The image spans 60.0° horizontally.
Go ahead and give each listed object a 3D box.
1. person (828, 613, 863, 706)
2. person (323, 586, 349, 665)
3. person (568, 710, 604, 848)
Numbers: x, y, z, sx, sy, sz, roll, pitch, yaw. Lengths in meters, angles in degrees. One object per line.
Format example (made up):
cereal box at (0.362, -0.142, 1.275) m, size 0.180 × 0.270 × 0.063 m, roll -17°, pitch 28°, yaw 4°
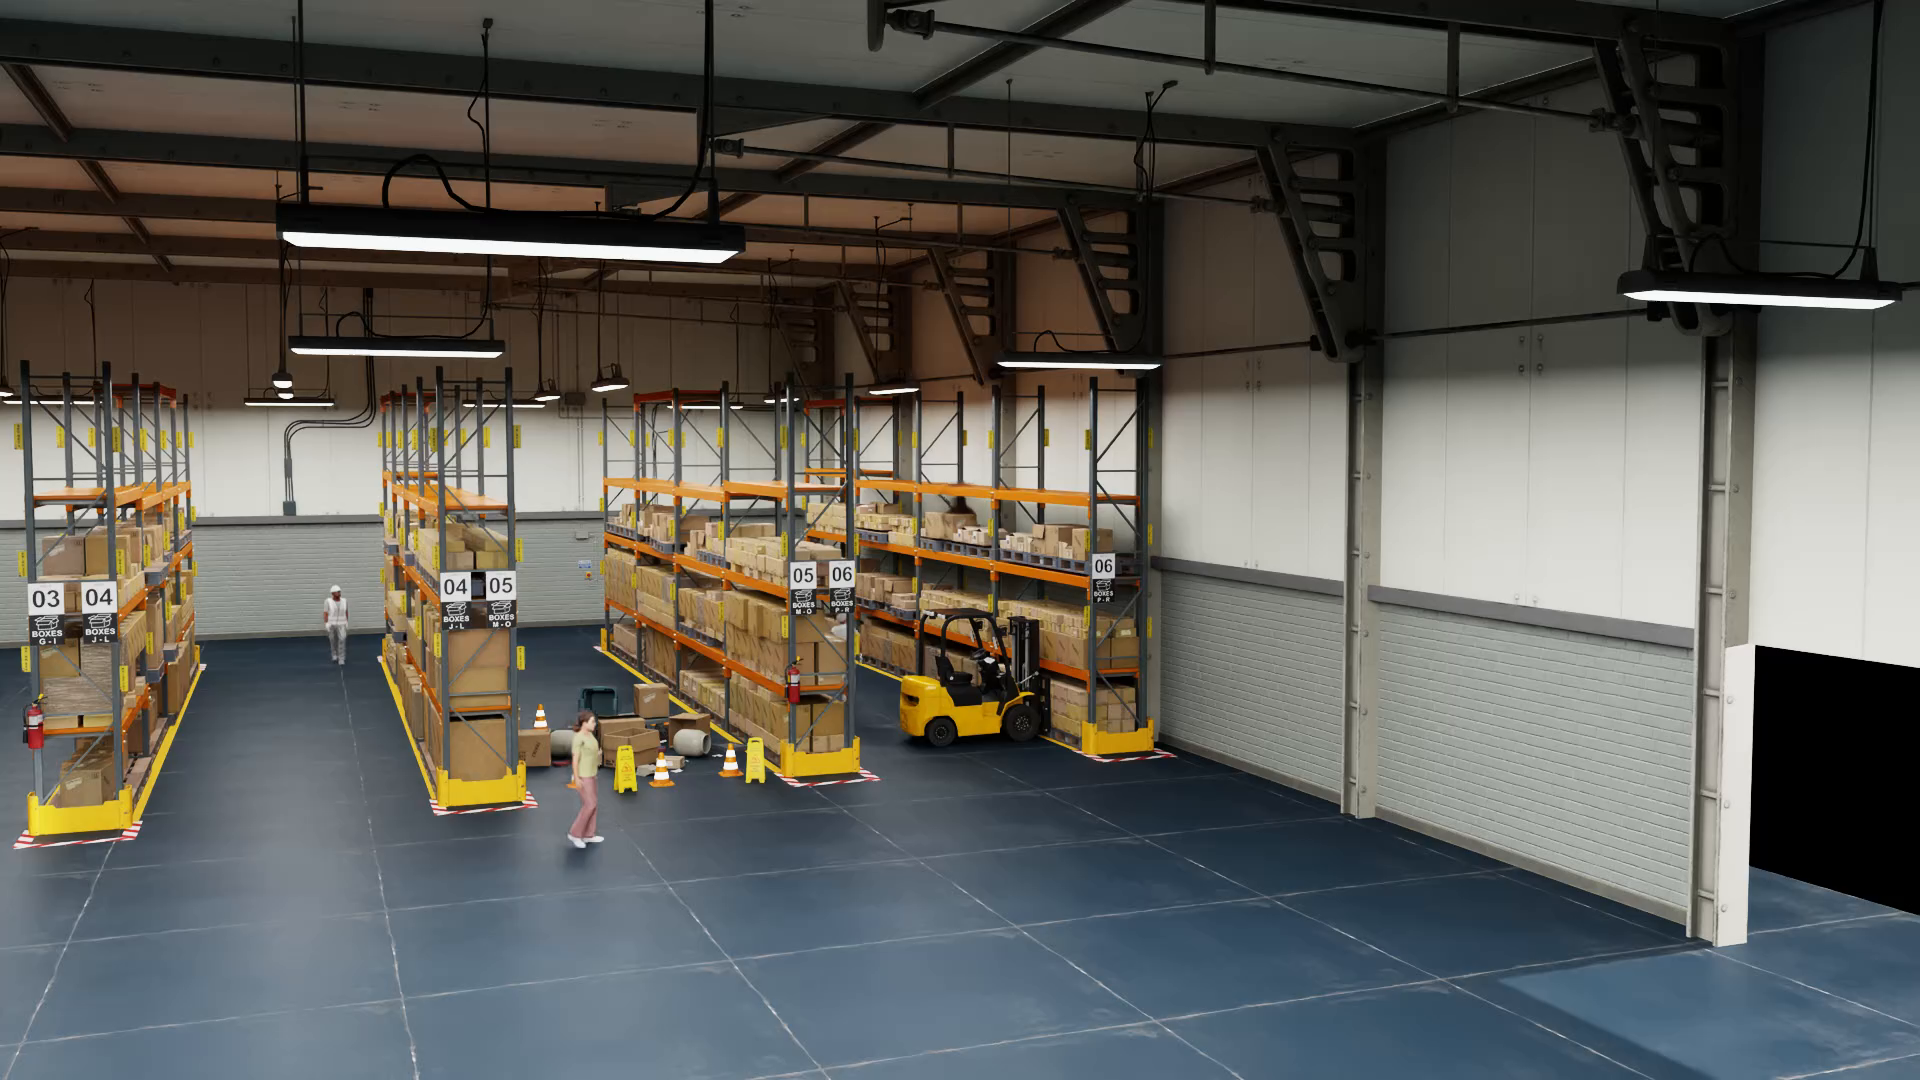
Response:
person at (-2.128, 2.157, 30.317) m, size 0.599 × 1.745 × 0.767 m, roll -1°, pitch 4°, yaw -17°
person at (-13.909, 1.879, 37.062) m, size 0.522 × 1.724 × 1.043 m, roll -1°, pitch 4°, yaw -18°
person at (-4.633, 3.062, 20.603) m, size 0.396 × 1.424 × 0.521 m, roll 1°, pitch 3°, yaw 10°
